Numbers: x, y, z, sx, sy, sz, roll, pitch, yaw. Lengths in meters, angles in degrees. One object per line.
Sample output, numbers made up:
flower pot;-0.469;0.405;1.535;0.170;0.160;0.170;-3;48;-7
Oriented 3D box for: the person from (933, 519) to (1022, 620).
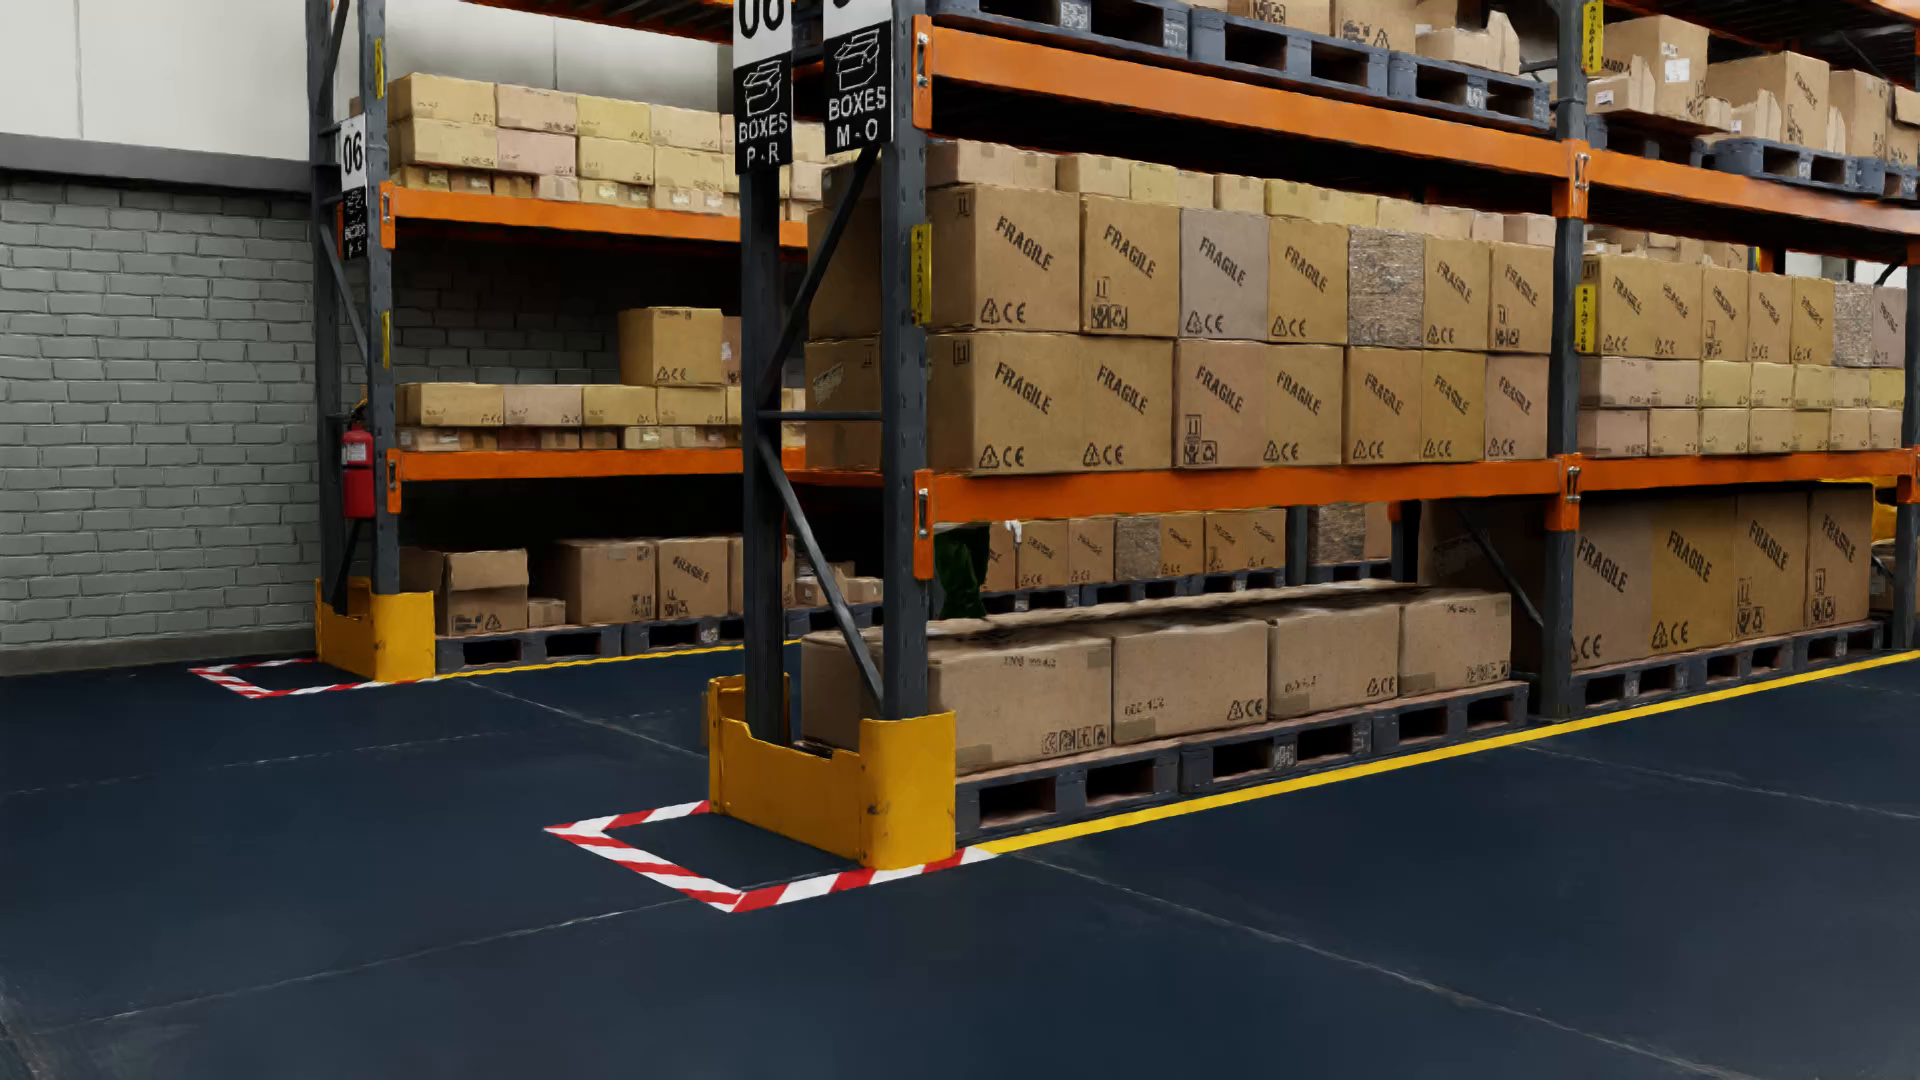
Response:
person;-0.001;-0.052;9.097;0.594;1.752;0.690;-2;5;-28
